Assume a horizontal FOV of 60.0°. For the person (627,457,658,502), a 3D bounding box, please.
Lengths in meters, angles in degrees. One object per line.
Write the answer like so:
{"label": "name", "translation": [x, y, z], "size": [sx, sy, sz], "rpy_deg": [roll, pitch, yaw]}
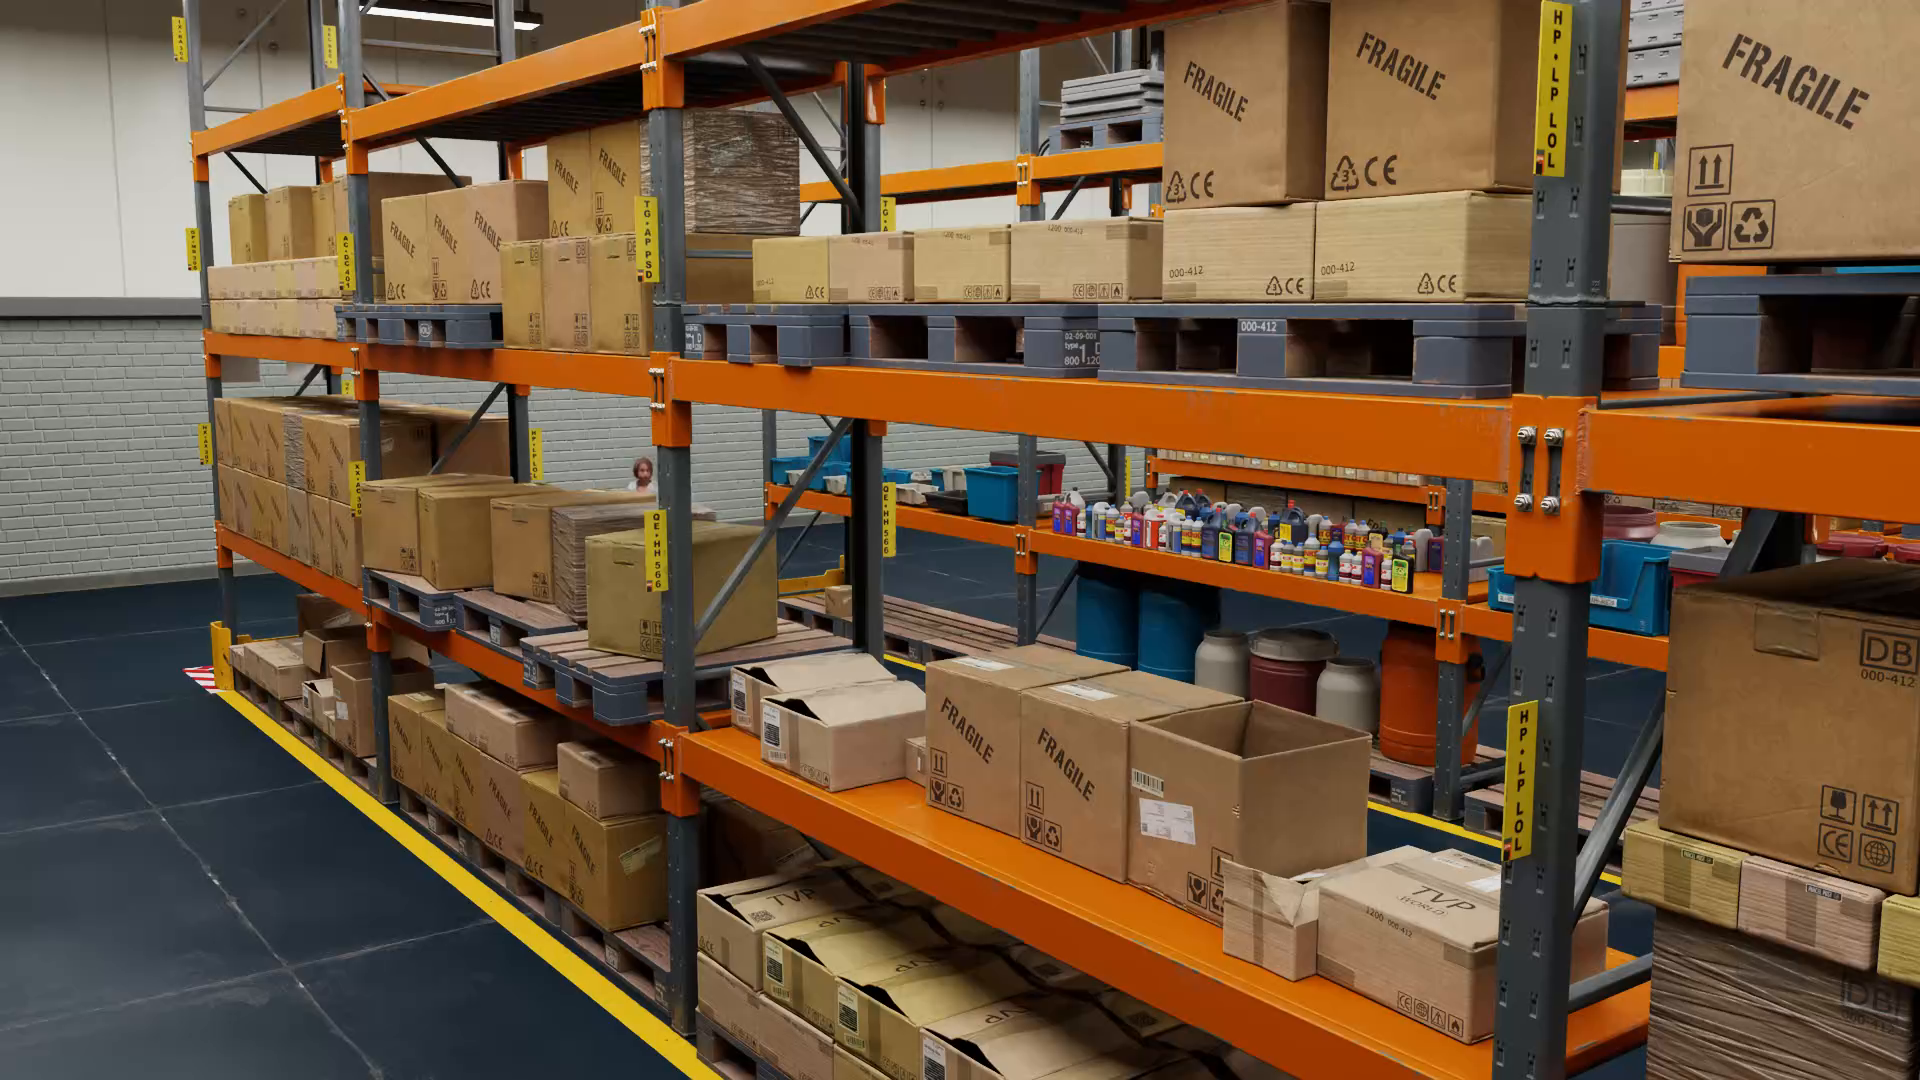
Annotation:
{"label": "person", "translation": [-3.011, -0.021, 15.939], "size": [0.442, 1.561, 0.787], "rpy_deg": [1, 8, 9]}
